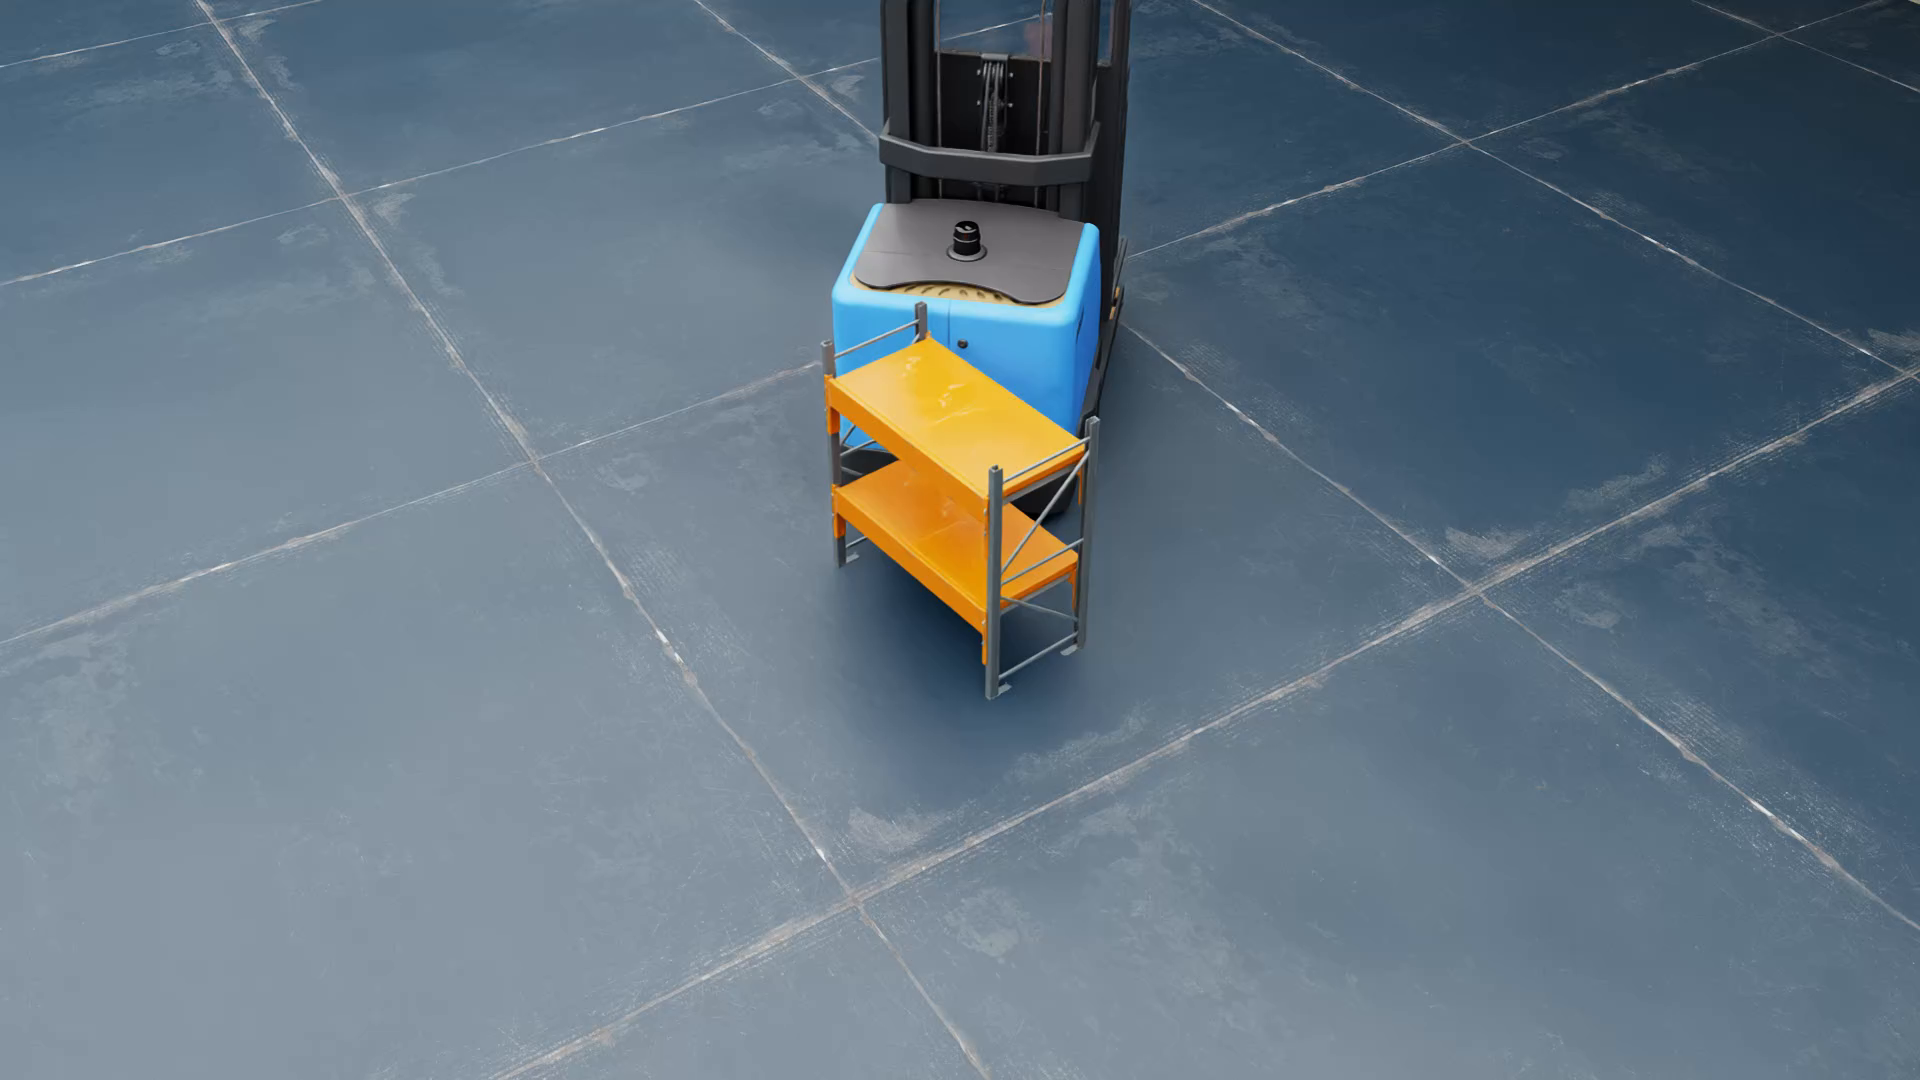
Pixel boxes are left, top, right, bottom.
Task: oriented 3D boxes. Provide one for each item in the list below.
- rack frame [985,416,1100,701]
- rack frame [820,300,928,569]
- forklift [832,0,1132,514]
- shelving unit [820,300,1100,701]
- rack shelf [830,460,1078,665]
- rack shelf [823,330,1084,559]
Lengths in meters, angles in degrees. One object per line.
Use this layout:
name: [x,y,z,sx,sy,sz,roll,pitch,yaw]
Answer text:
rack frame: [0.303,0.089,6.264,0.500,1.125,0.032,-27,47,-29]
rack frame: [-0.334,-0.418,6.873,0.500,1.125,0.032,-27,47,-29]
forklift: [0.242,-2.186,7.584,1.130,2.935,3.031,7,40,8]
shelving unit: [-0.015,-0.164,6.569,0.538,1.125,1.048,-27,47,-29]
rack shelf: [-0.015,0.023,6.725,0.538,0.278,1.000,-27,47,-29]
rack shelf: [-0.015,-0.389,6.381,0.538,0.278,1.000,-27,47,-29]
